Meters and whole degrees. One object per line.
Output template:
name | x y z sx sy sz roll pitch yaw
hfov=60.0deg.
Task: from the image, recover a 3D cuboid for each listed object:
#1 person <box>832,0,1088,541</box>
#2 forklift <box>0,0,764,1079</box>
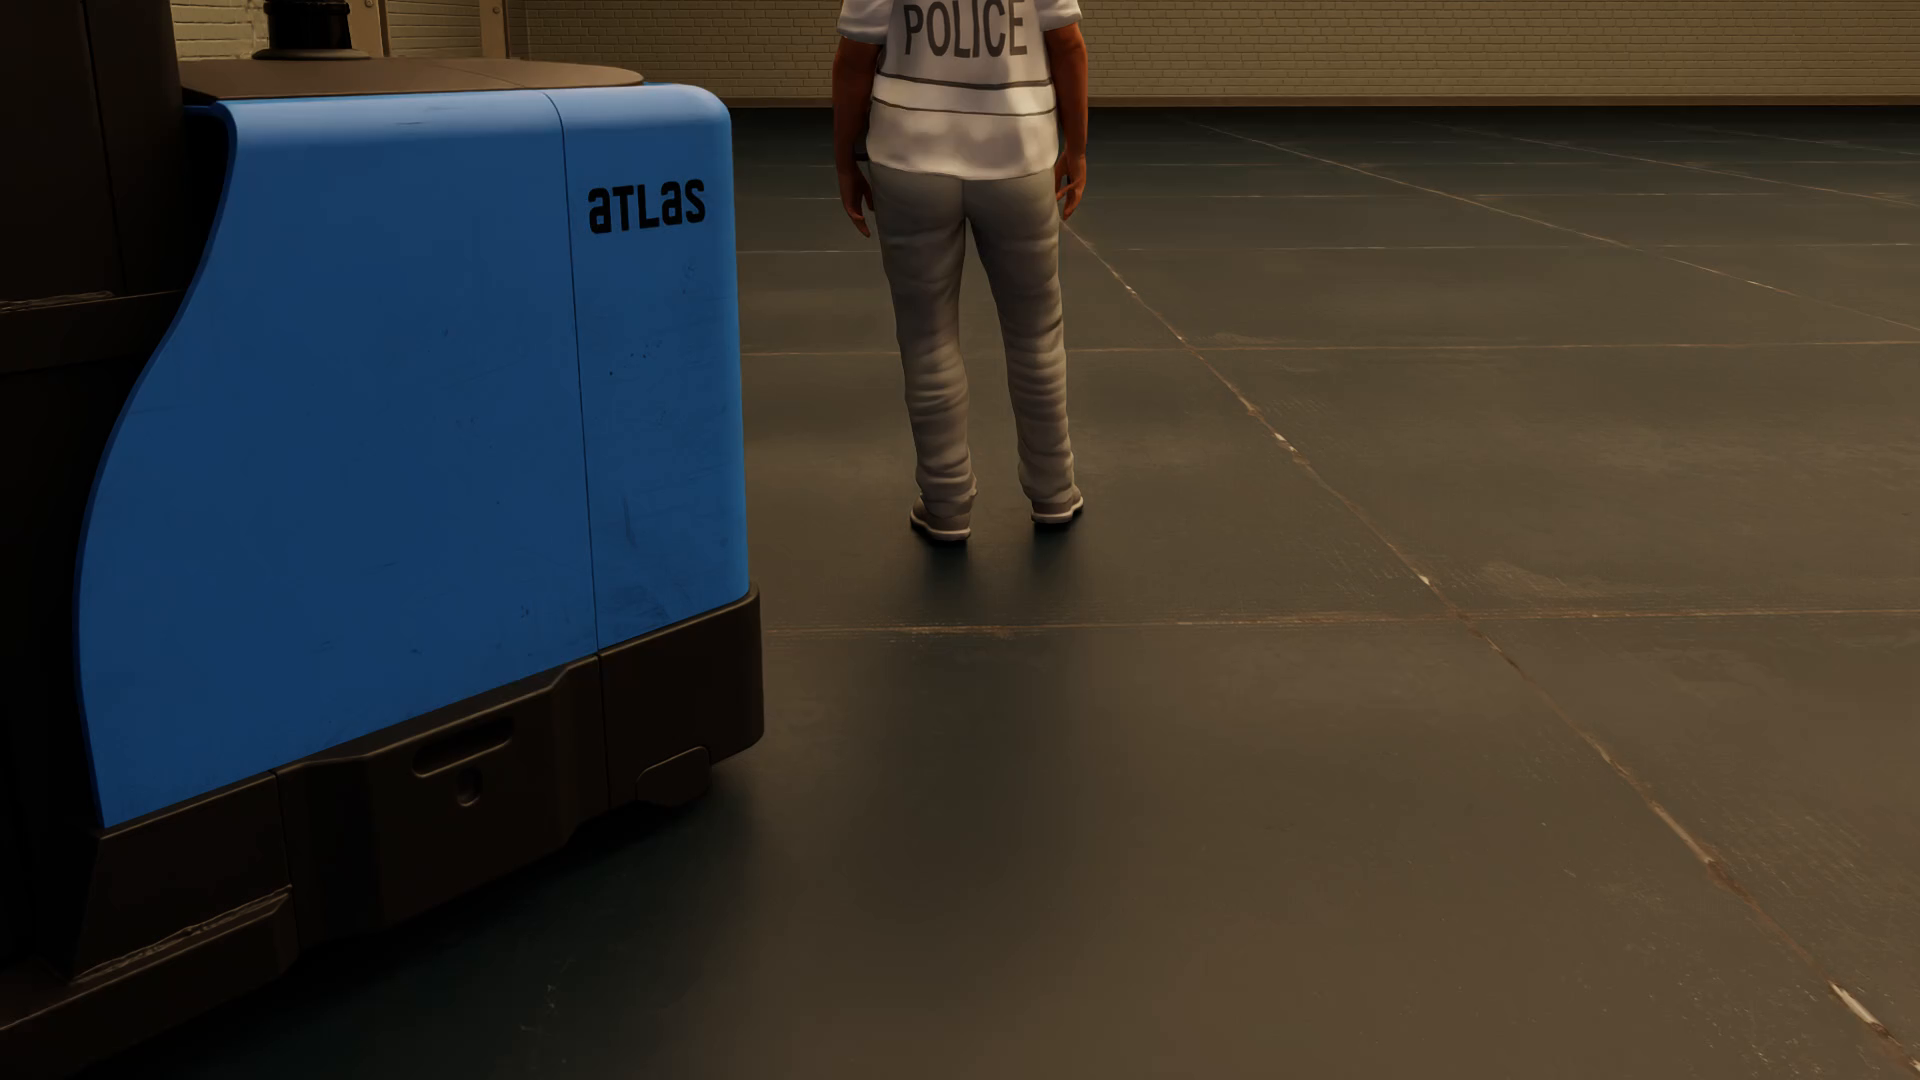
person | 0.018 -0.827 3.746 0.599 1.671 0.529 -1 17 -3
forklift | -1.617 -0.775 1.440 1.130 2.935 3.031 13 21 36
